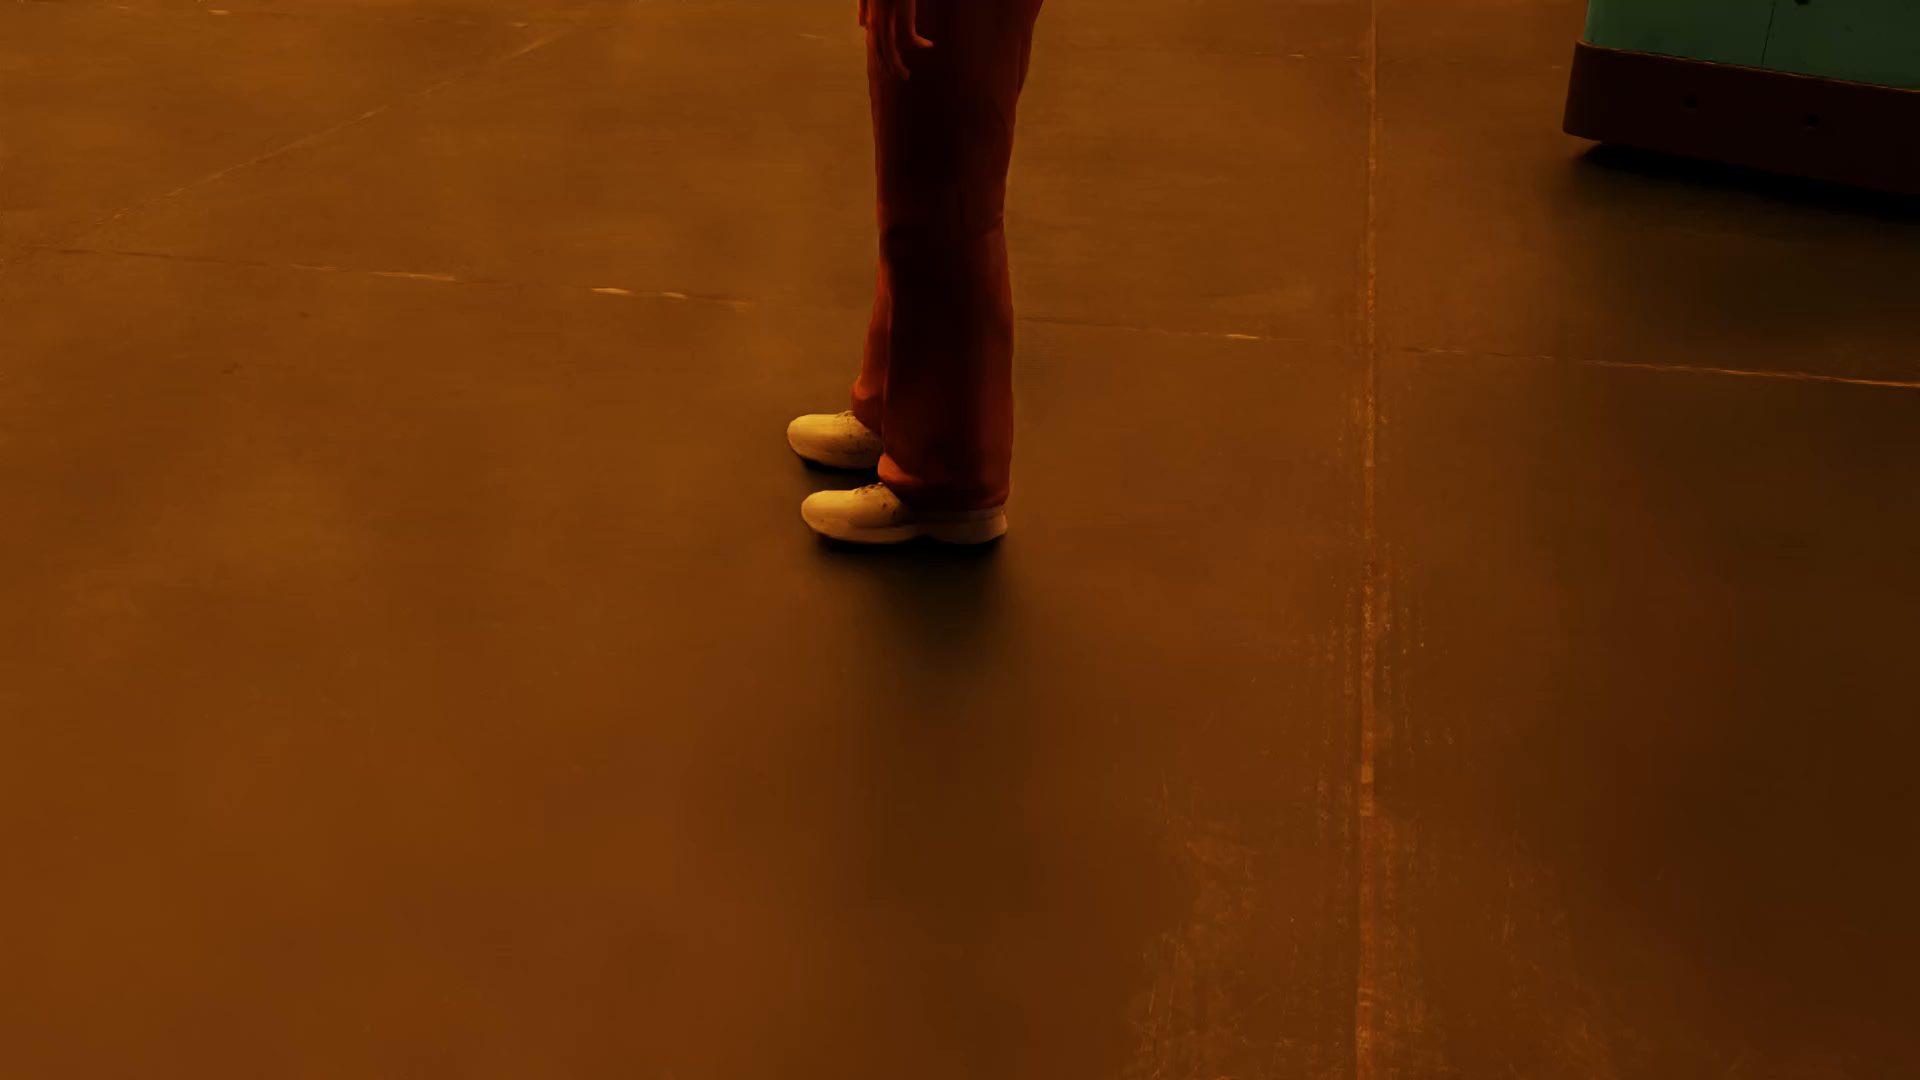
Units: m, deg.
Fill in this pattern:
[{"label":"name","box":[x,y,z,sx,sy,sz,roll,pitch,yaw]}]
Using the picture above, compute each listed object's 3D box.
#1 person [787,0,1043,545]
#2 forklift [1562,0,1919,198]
[{"label":"person","box":[-0.070,-0.766,2.144,0.548,1.674,0.554,6,27,11]},{"label":"forklift","box":[3.061,-2.672,4.542,3.031,2.935,1.130,-24,35,-39]}]
